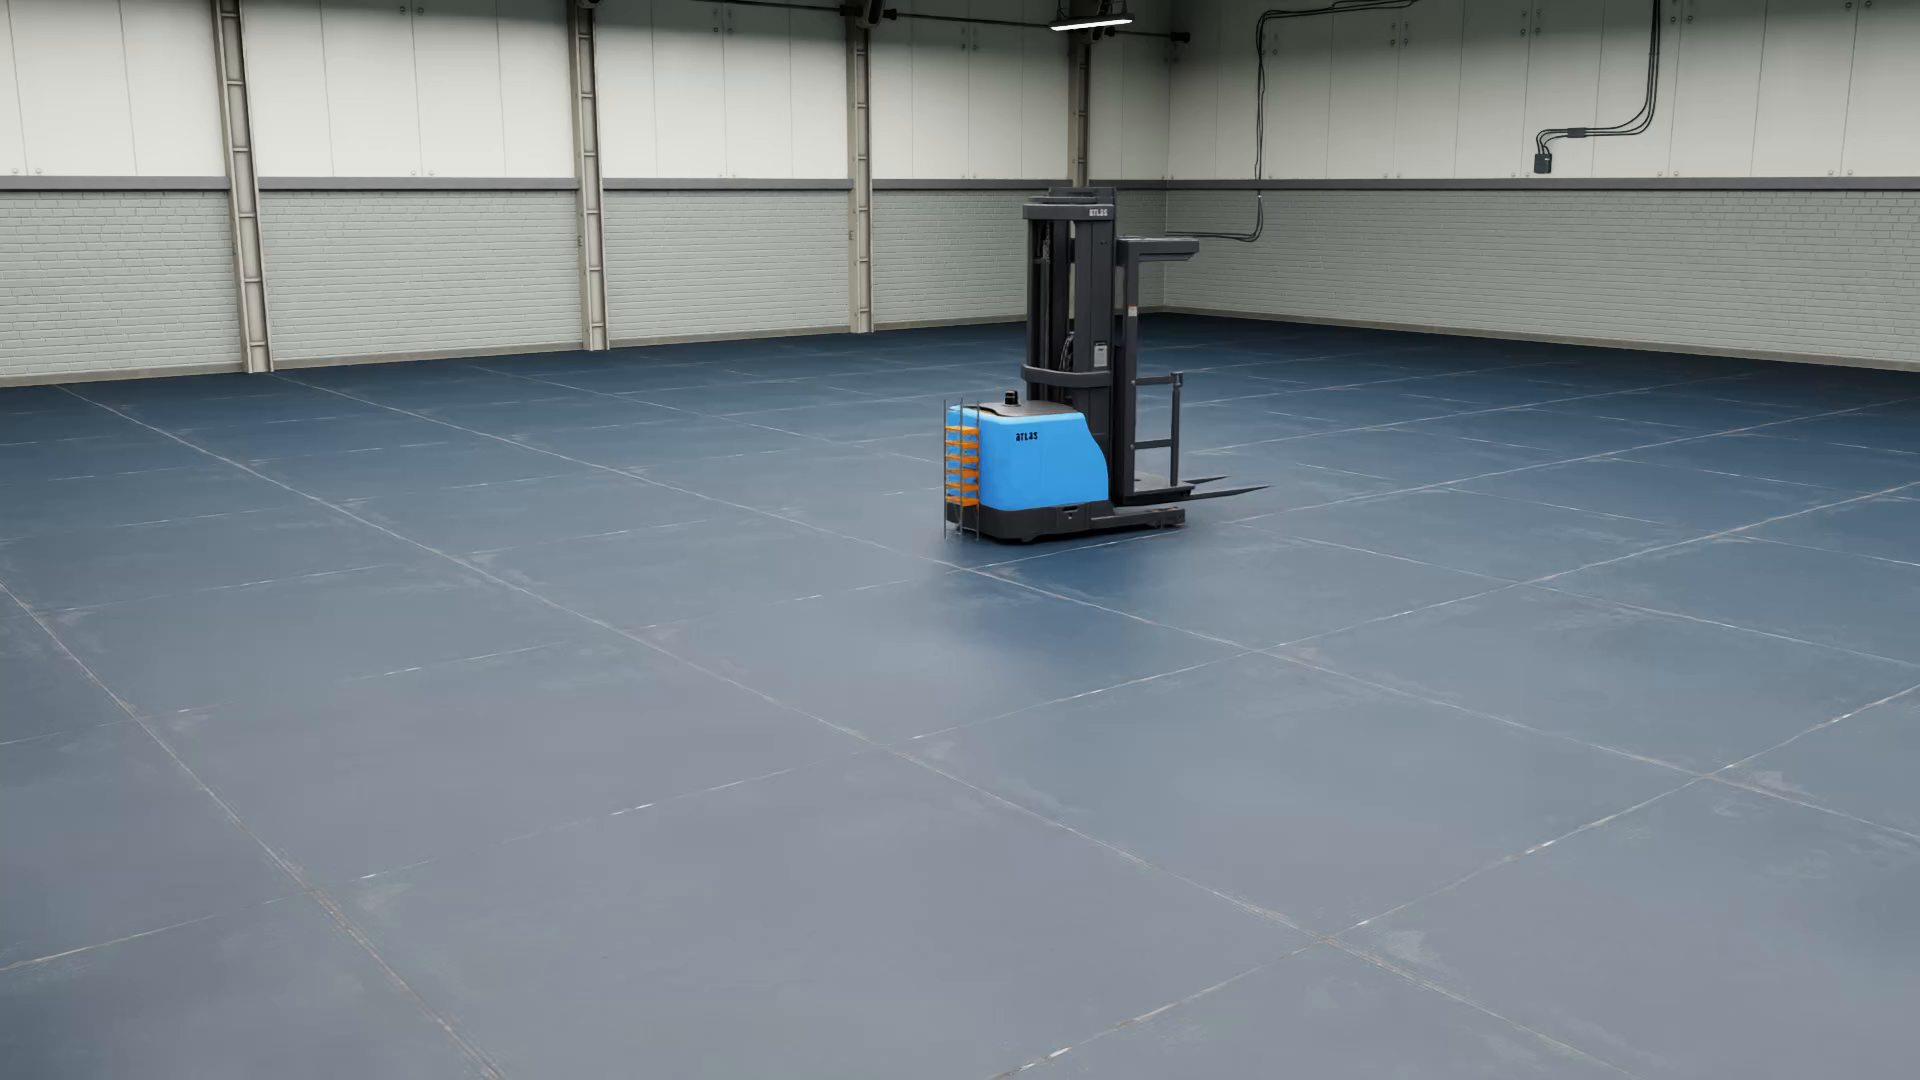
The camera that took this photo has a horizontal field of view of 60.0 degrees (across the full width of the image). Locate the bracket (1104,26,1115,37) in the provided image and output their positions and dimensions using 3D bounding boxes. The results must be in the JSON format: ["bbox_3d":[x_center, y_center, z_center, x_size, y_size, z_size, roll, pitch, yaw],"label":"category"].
[{"bbox_3d":[3.202,-11.234,36.704,0.430,0.232,0.235,-9,15,-38],"label":"bracket"}]

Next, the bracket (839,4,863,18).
[{"bbox_3d":[-2.132,-10.348,32.531,0.430,0.232,0.235,-9,15,-38],"label":"bracket"}]

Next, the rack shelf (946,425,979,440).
[{"bbox_3d":[0.011,-0.897,13.947,0.180,0.103,0.258,-9,15,-38],"label":"rack shelf"}]

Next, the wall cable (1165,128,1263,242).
[{"bbox_3d":[5.782,-8.126,38.208,0.112,2.526,3.097,-9,15,-38],"label":"wall cable"}]

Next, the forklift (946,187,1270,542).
[{"bbox_3d":[1.403,-1.616,14.685,3.031,2.935,1.130,-7,14,-30],"label":"forklift"}]

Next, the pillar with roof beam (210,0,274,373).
[{"bbox_3d":[-8.710,-6.443,22.808,0.400,9.000,9.100,-9,15,-38],"label":"pillar with roof beam"}]

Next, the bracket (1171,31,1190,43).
[{"bbox_3d":[5.052,-11.542,38.153,0.430,0.232,0.235,-9,15,-38],"label":"bracket"}]

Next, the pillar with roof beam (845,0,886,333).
[{"bbox_3d":[0.660,-8.000,30.141,0.548,9.000,9.100,-9,15,-38],"label":"pillar with roof beam"}]

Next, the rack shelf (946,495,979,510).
[{"bbox_3d":[0.011,-0.311,14.072,0.180,0.103,0.258,-9,15,-38],"label":"rack shelf"}]

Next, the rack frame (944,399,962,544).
[{"bbox_3d":[-0.060,-0.577,13.957,0.006,1.200,0.240,-9,15,-38],"label":"rack frame"}]

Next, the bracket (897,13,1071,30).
[{"bbox_3d":[0.542,-10.792,34.623,4.783,0.066,0.076,-9,15,-38],"label":"bracket"}]

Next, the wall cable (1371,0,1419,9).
[{"bbox_3d":[9.405,-11.881,32.781,0.112,2.526,3.097,-9,15,-38],"label":"wall cable"}]

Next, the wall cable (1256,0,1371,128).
[{"bbox_3d":[7.472,-10.158,35.618,0.112,2.526,3.097,-9,15,-38],"label":"wall cable"}]

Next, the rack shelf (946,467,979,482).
[{"bbox_3d":[0.011,-0.545,14.022,0.180,0.103,0.258,-9,15,-38],"label":"rack shelf"}]

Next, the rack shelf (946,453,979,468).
[{"bbox_3d":[0.011,-0.663,13.997,0.180,0.103,0.258,-9,15,-38],"label":"rack shelf"}]

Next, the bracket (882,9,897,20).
[{"bbox_3d":[-1.484,-10.456,33.038,0.430,0.232,0.235,-9,15,-38],"label":"bracket"}]

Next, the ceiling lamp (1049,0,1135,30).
[{"bbox_3d":[2.605,-11.061,30.500,0.800,3.185,2.000,-9,15,-38],"label":"ceiling lamp"}]

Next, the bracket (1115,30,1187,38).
[{"bbox_3d":[4.591,-11.465,37.792,3.189,0.066,0.076,-9,15,-38],"label":"bracket"}]

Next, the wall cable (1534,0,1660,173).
[{"bbox_3d":[11.700,-9.767,30.272,0.169,6.003,2.305,-9,15,-38],"label":"wall cable"}]

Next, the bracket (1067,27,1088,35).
[{"bbox_3d":[2.553,-11.127,36.197,0.430,0.232,0.235,-9,15,-38],"label":"bracket"}]

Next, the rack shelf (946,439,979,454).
[{"bbox_3d":[0.011,-0.780,13.972,0.180,0.103,0.258,-9,15,-38],"label":"rack shelf"}]

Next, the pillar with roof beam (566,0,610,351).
[{"bbox_3d":[-4.025,-7.222,26.474,0.548,9.000,9.100,-9,15,-38],"label":"pillar with roof beam"}]

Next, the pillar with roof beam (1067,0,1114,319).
[{"bbox_3d":[5.345,-8.779,33.807,0.548,9.000,9.100,-9,15,-38],"label":"pillar with roof beam"}]

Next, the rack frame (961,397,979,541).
[{"bbox_3d":[0.083,-0.601,14.069,0.006,1.200,0.240,-9,15,-38],"label":"rack frame"}]

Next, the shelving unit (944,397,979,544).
[{"bbox_3d":[0.011,-0.589,14.013,0.189,1.200,0.258,-9,15,-38],"label":"shelving unit"}]

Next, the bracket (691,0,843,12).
[{"bbox_3d":[-4.144,-10.014,30.956,4.783,0.066,0.076,-9,15,-38],"label":"bracket"}]

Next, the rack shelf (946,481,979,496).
[{"bbox_3d":[0.011,-0.428,14.047,0.180,0.103,0.258,-9,15,-38],"label":"rack shelf"}]
